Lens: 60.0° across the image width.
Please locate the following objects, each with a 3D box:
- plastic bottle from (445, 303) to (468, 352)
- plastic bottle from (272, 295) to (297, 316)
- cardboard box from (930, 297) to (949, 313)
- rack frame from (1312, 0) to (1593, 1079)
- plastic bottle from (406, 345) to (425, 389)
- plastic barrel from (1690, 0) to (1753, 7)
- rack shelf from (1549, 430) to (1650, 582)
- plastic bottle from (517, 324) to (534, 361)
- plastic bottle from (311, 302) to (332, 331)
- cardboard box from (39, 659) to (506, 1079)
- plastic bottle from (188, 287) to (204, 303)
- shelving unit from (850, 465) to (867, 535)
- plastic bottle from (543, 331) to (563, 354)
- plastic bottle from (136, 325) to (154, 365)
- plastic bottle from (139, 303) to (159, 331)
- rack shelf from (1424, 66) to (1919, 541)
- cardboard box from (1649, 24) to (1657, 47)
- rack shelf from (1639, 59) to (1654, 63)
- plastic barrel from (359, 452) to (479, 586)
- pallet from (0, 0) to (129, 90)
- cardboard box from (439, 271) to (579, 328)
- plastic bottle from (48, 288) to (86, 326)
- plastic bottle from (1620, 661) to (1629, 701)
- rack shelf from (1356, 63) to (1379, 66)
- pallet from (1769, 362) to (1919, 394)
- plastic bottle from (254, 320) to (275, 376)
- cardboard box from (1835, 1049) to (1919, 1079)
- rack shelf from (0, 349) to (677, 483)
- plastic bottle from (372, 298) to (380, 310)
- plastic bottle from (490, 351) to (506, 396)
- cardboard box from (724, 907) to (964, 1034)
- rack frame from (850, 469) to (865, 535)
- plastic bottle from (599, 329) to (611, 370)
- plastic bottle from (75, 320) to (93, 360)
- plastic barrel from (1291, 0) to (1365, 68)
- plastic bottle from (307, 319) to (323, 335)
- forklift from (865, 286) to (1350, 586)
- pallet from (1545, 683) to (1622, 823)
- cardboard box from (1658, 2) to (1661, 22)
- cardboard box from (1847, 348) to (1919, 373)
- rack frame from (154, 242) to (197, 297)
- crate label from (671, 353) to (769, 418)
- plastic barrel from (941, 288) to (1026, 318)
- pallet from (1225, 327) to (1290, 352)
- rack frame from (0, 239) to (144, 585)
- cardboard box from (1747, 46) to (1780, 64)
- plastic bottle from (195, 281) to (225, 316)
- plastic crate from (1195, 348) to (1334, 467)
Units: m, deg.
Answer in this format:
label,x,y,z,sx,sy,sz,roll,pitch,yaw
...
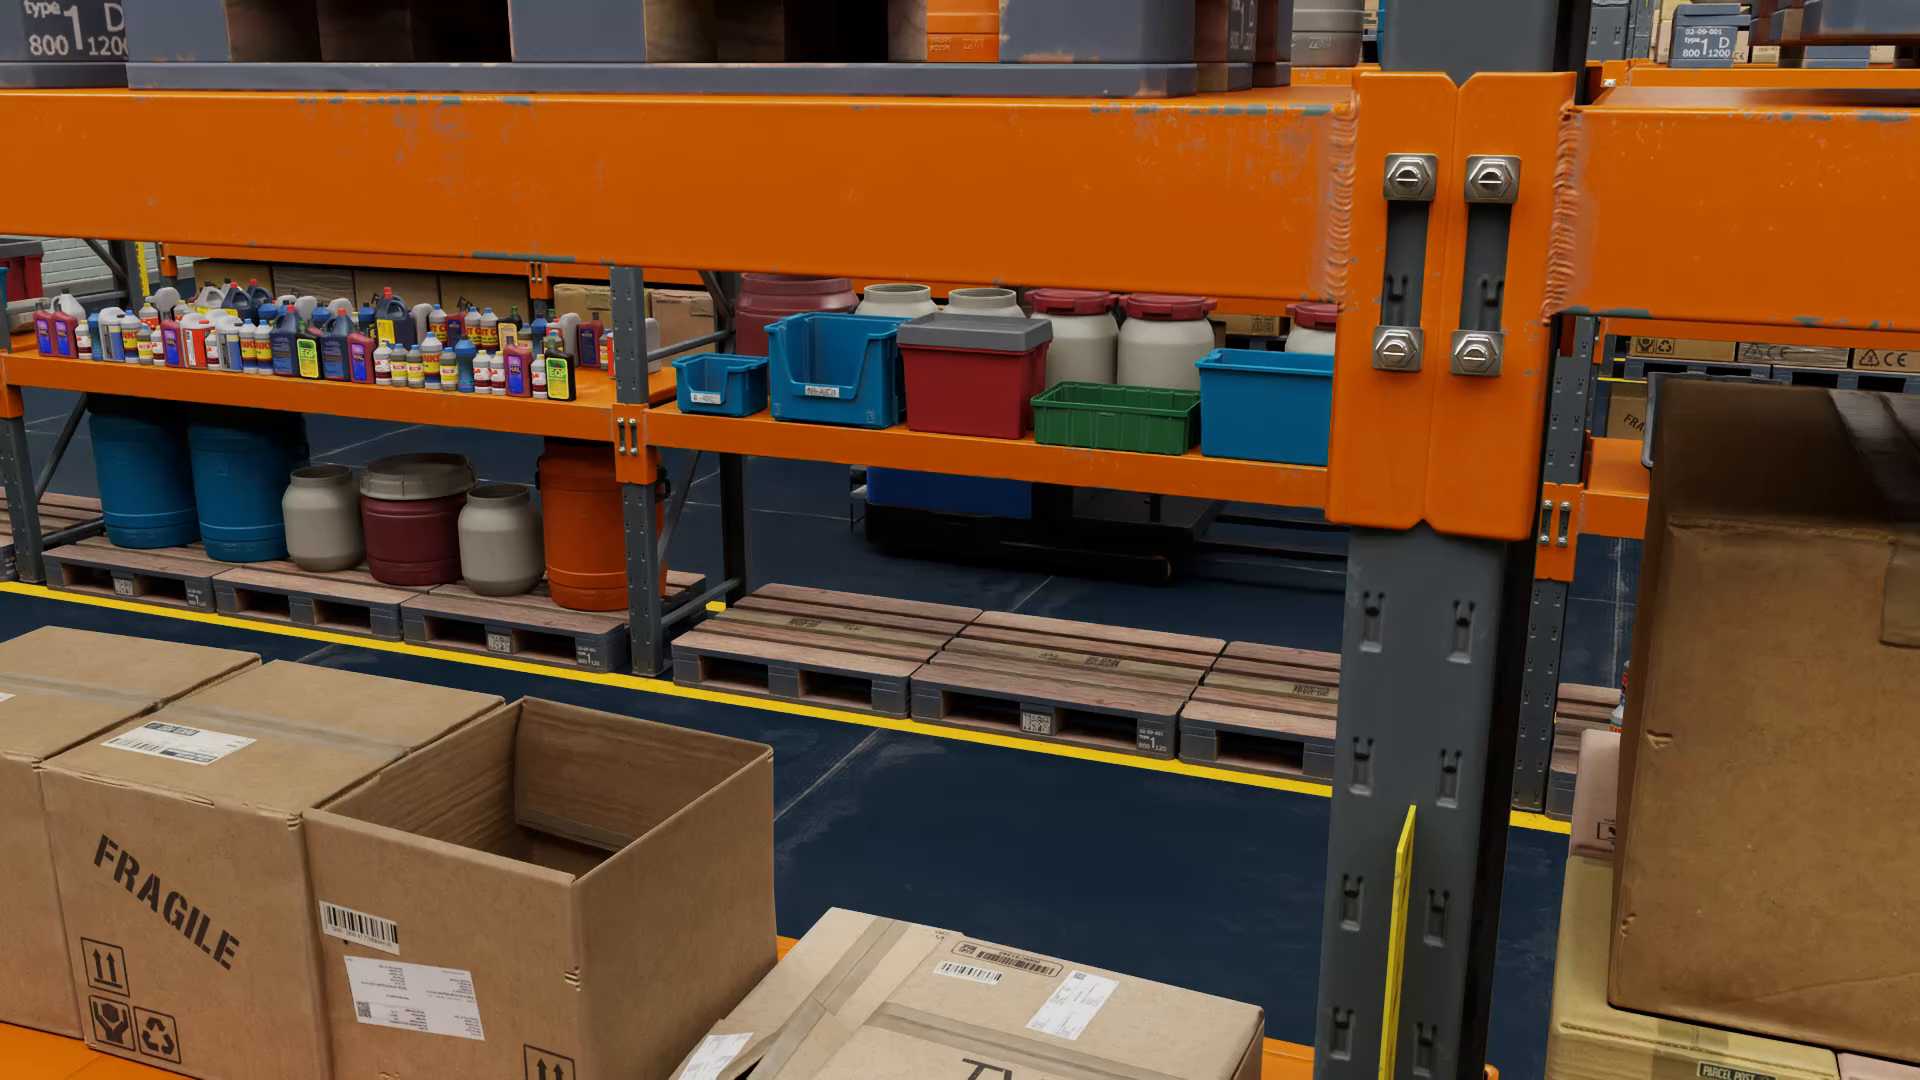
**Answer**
label,x,y,z,sx,sy,sz,roll,pitch,yaw
plastic bottle,-2.668,-1.118,8.852,0.133,0.283,0.061,6,17,21
plastic bottle,-3.752,-1.220,9.217,0.135,0.276,0.152,6,17,21
cardboard box,-0.142,-1.457,12.871,0.875,0.875,1.225,5,17,18
rack frame,0.573,0.779,2.111,0.053,2.616,0.949,6,17,21
plastic bottle,-2.626,-0.841,8.046,0.097,0.201,0.097,0,16,0
plastic barrel,2.724,-2.107,5.718,0.421,0.512,0.421,0,16,0
rack shelf,4.256,0.044,5.933,4.000,0.370,1.077,6,17,21
plastic bottle,-2.262,-1.028,8.691,0.097,0.201,0.097,0,16,0
plastic bottle,-3.440,-1.146,8.971,0.097,0.271,0.097,0,16,0
cardboard box,-1.090,0.542,2.747,0.500,0.500,0.500,6,17,21
plastic bottle,-4.329,-1.300,9.482,0.133,0.283,0.061,6,17,21
shelving unit,-0.536,-0.487,10.238,0.210,0.900,0.258,6,17,19
plastic bottle,-2.068,-0.961,8.461,0.097,0.201,0.097,0,16,0
plastic bottle,-4.227,-1.017,8.652,0.097,0.201,0.097,0,16,0
plastic bottle,-4.590,-1.239,9.416,0.097,0.201,0.097,0,16,0
rack shelf,2.435,-0.113,1.091,4.000,0.370,1.077,6,17,21
cardboard box,8.158,-5.756,18.977,0.500,0.250,0.500,6,17,19
rack shelf,7.987,-3.957,14.335,4.000,0.370,1.077,6,17,21
plastic barrel,-2.837,-0.120,8.780,0.708,0.588,0.600,6,17,21
pallet,-1.441,-0.821,2.581,1.213,0.211,1.003,7,18,23
cardboard box,-3.814,-1.879,14.323,0.875,0.875,0.875,6,17,21
plastic bottle,-4.800,-1.177,8.936,0.185,0.351,0.144,6,17,21
plastic bottle,2.847,0.583,7.017,0.097,0.201,0.097,0,16,0
rack shelf,2.352,-3.091,11.349,4.000,0.370,1.077,6,17,21
pallet,7.944,-1.505,14.980,1.213,0.211,1.003,6,17,21
plastic bottle,-3.490,-0.969,8.363,0.097,0.271,0.097,0,16,0
cardboard box,0.987,0.522,1.653,0.250,0.149,0.380,7,17,21
rack shelf,-3.186,-0.775,8.752,4.000,0.370,1.077,6,17,21
plastic bottle,-3.179,-1.174,9.046,0.133,0.283,0.061,6,17,21
plastic bottle,-2.174,-0.791,7.874,0.097,0.201,0.097,0,16,0
cardboard box,-0.175,0.755,2.644,0.250,0.149,0.380,6,17,21
rack frame,-0.631,-0.497,10.272,0.006,0.900,0.240,6,17,19
plastic bottle,-1.798,-0.977,8.516,0.097,0.201,0.097,0,16,0
plastic bottle,-4.624,-1.060,8.802,0.097,0.201,0.097,0,16,0
plastic barrel,1.234,-2.250,6.265,0.600,0.901,0.600,0,16,0
plastic bottle,-3.195,-0.955,8.294,0.133,0.283,0.061,6,17,21
forklift,1.006,-1.320,9.463,3.031,2.935,1.130,6,17,19
pallet,3.005,0.912,6.652,1.213,0.211,1.003,6,17,21
cardboard box,4.621,-3.393,10.653,0.250,0.149,0.380,7,18,22
cardboard box,8.373,-1.981,14.674,0.875,0.875,0.875,6,17,20
rack frame,-6.950,-3.018,15.191,0.127,3.000,1.000,6,17,21
crate label,-1.071,-0.695,7.487,0.416,0.233,0.303,6,17,21
plastic barrel,0.102,-0.876,7.611,0.421,0.512,0.421,0,16,0
pallet,3.112,-2.037,16.811,1.213,0.211,1.003,6,17,21
rack frame,-5.046,-1.325,9.356,0.127,3.000,1.000,6,17,21
cardboard box,5.032,-2.994,9.996,0.500,0.250,0.500,6,17,20
plastic bottle,-4.124,-1.254,9.203,0.185,0.351,0.144,6,17,21
plastic crate,1.255,-0.531,6.651,0.575,0.384,0.392,6,17,21
